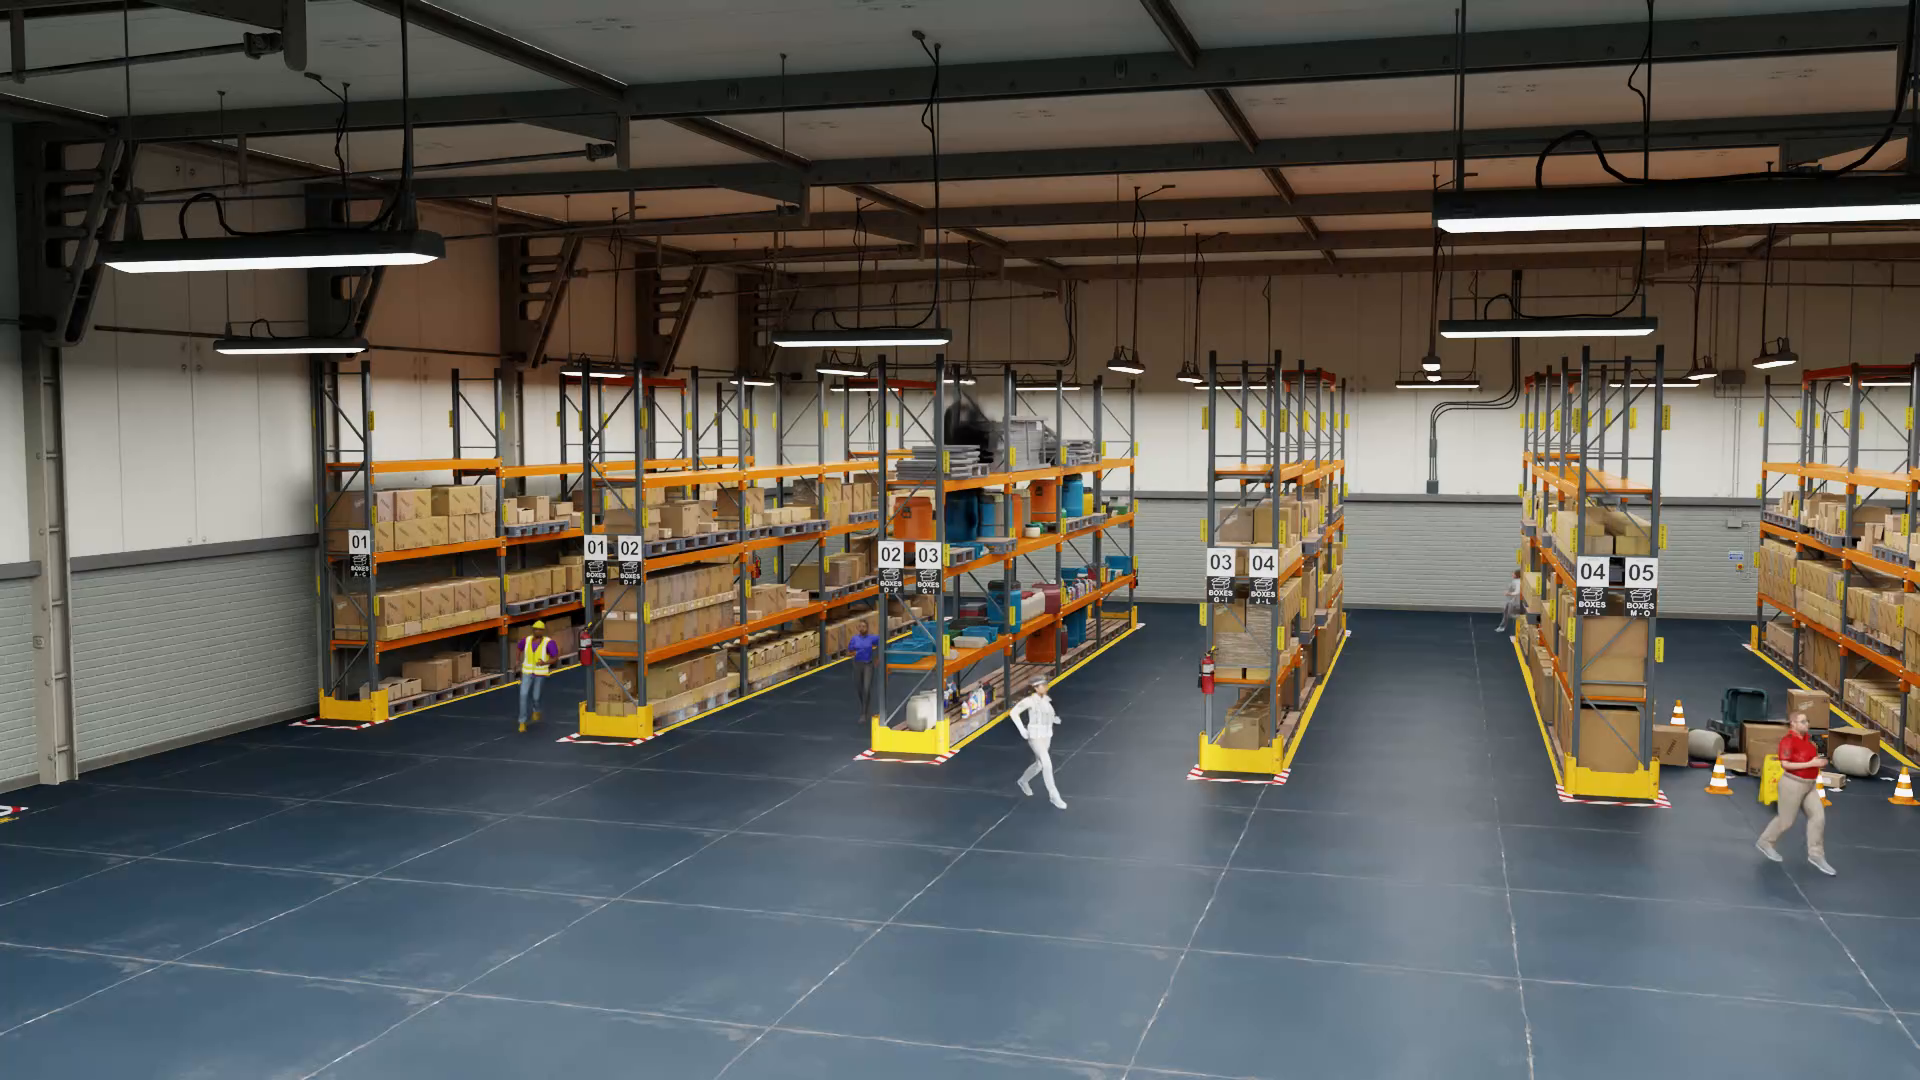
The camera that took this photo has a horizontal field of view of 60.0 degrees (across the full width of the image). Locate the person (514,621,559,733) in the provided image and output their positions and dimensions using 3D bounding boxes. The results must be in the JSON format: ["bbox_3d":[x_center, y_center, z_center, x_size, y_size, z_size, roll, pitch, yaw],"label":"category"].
[{"bbox_3d":[-6.915,2.198,27.156,0.725,1.784,0.919,0,4,-4],"label":"person"}]

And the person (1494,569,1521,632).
[{"bbox_3d":[12.954,1.440,39.075,0.735,1.544,0.653,1,4,18],"label":"person"}]

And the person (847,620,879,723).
[{"bbox_3d":[-1.609,2.167,27.740,0.575,1.644,0.909,1,4,10],"label":"person"}]

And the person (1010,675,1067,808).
[{"bbox_3d":[1.060,2.591,21.720,0.962,1.676,0.627,4,6,43],"label":"person"}]

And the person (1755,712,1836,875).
[{"bbox_3d":[9.356,2.802,18.595,0.644,1.772,0.840,-3,5,-32],"label":"person"}]
